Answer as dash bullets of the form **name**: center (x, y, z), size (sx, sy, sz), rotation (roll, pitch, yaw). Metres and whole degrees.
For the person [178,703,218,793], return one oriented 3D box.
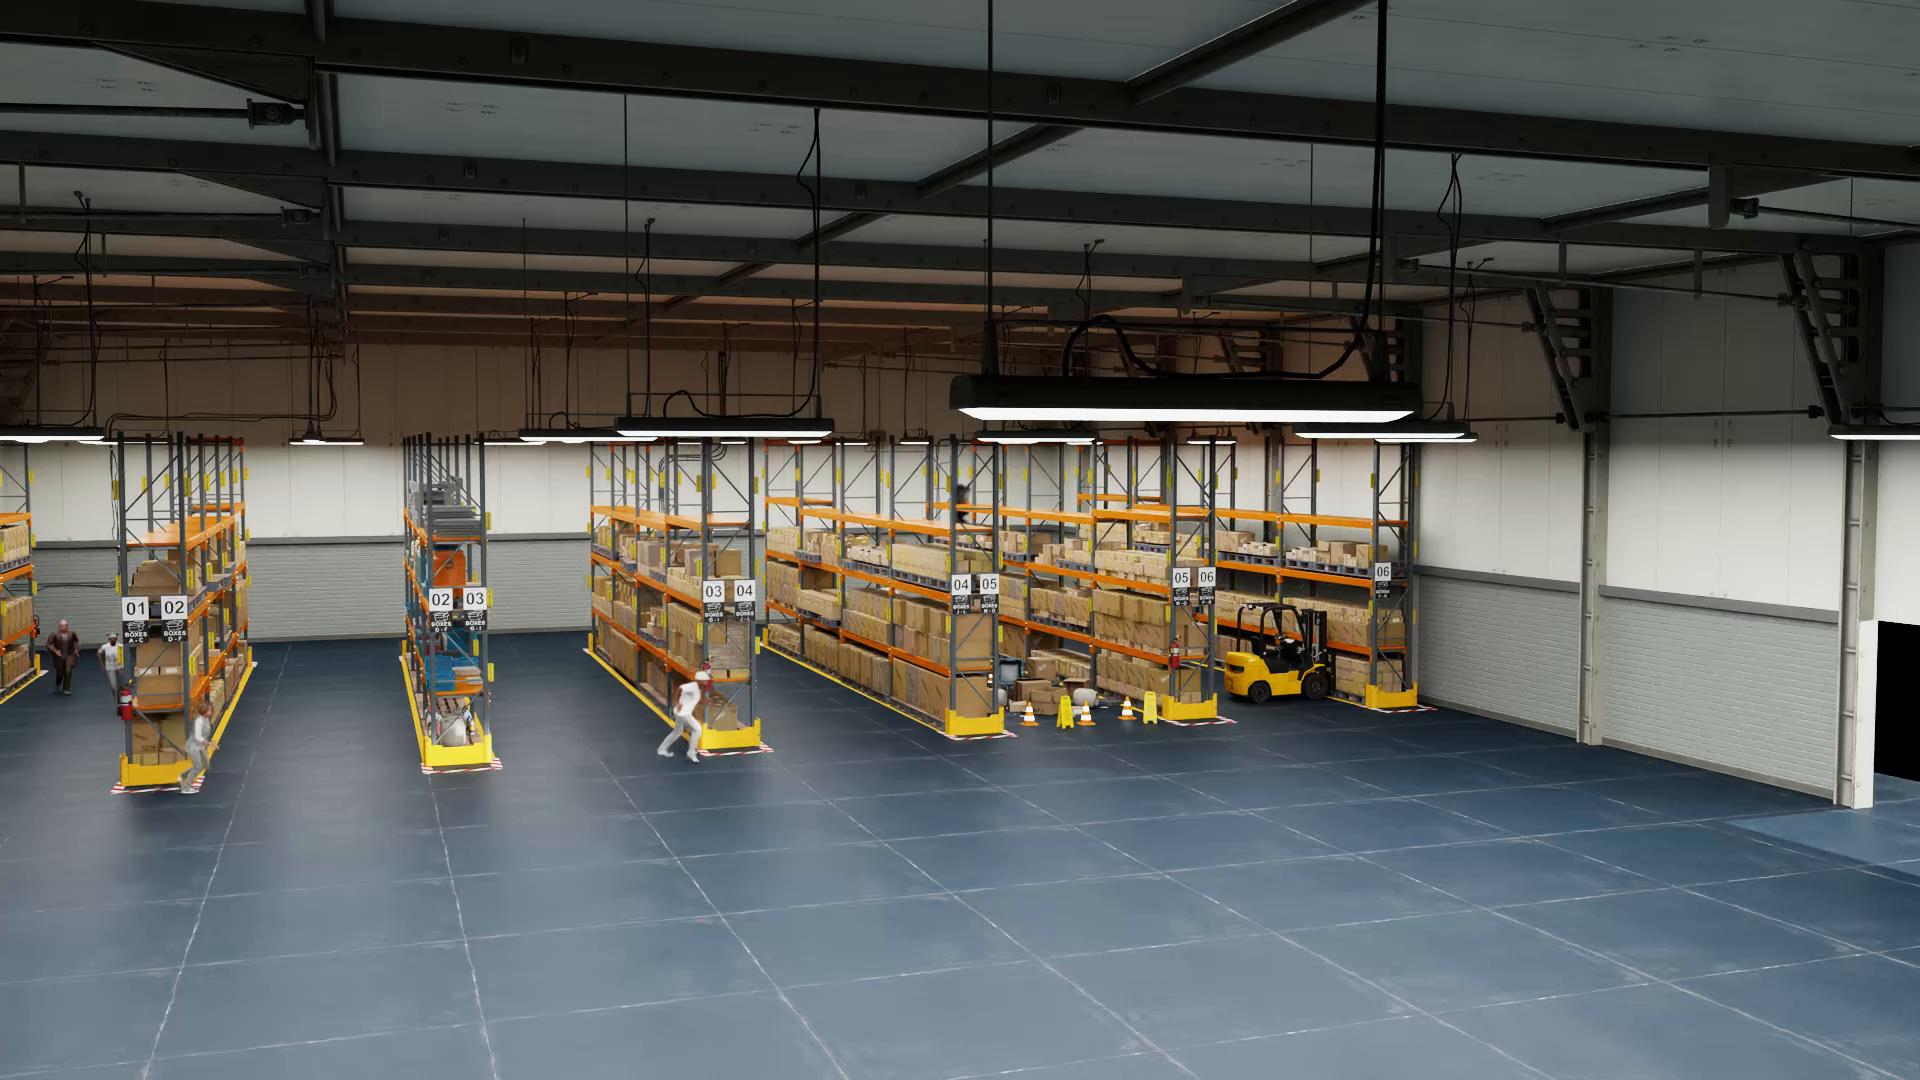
- **person**: center (-12.617, 3.442, 27.504), size (0.701, 1.510, 0.524), rotation (0, 3, -8)

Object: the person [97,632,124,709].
- **person**: center (-18.551, 2.860, 36.468), size (0.650, 1.725, 0.831), rotation (-2, 4, -26)

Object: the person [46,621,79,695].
- **person**: center (-20.860, 2.726, 38.662), size (0.704, 1.729, 0.830), rotation (-2, 4, -35)

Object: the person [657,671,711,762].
- **person**: center (-5.039, 3.243, 30.330), size (1.000, 1.700, 0.750), rotation (0, 3, 4)

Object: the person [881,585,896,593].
- **person**: center (-2.077, 2.007, 45.978), size (0.689, 1.819, 0.849), rotation (-1, 3, -16)
